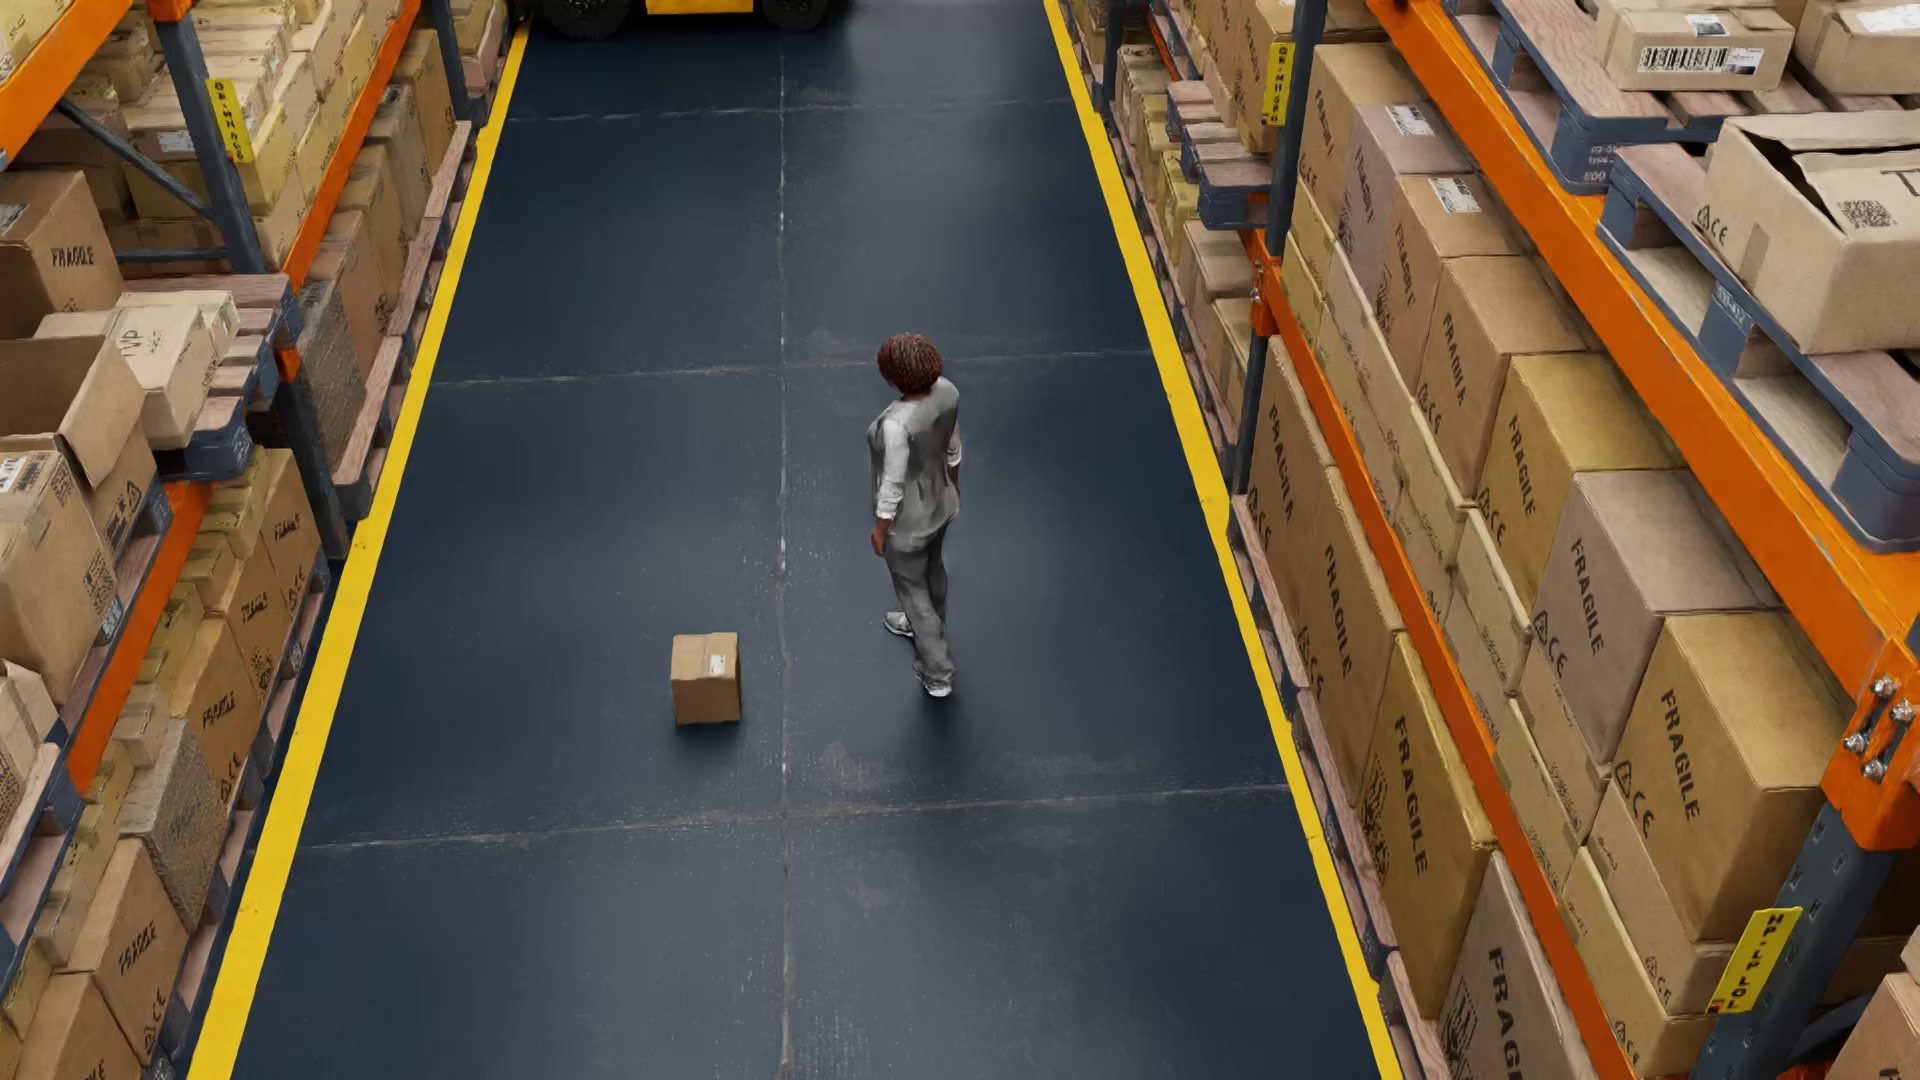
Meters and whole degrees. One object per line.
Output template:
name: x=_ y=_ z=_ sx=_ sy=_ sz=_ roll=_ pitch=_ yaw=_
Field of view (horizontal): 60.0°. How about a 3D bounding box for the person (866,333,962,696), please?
person: x=-0.184 y=-0.108 z=6.298 sx=0.500 sy=1.607 sz=0.430 roll=24 pitch=45 yaw=26
